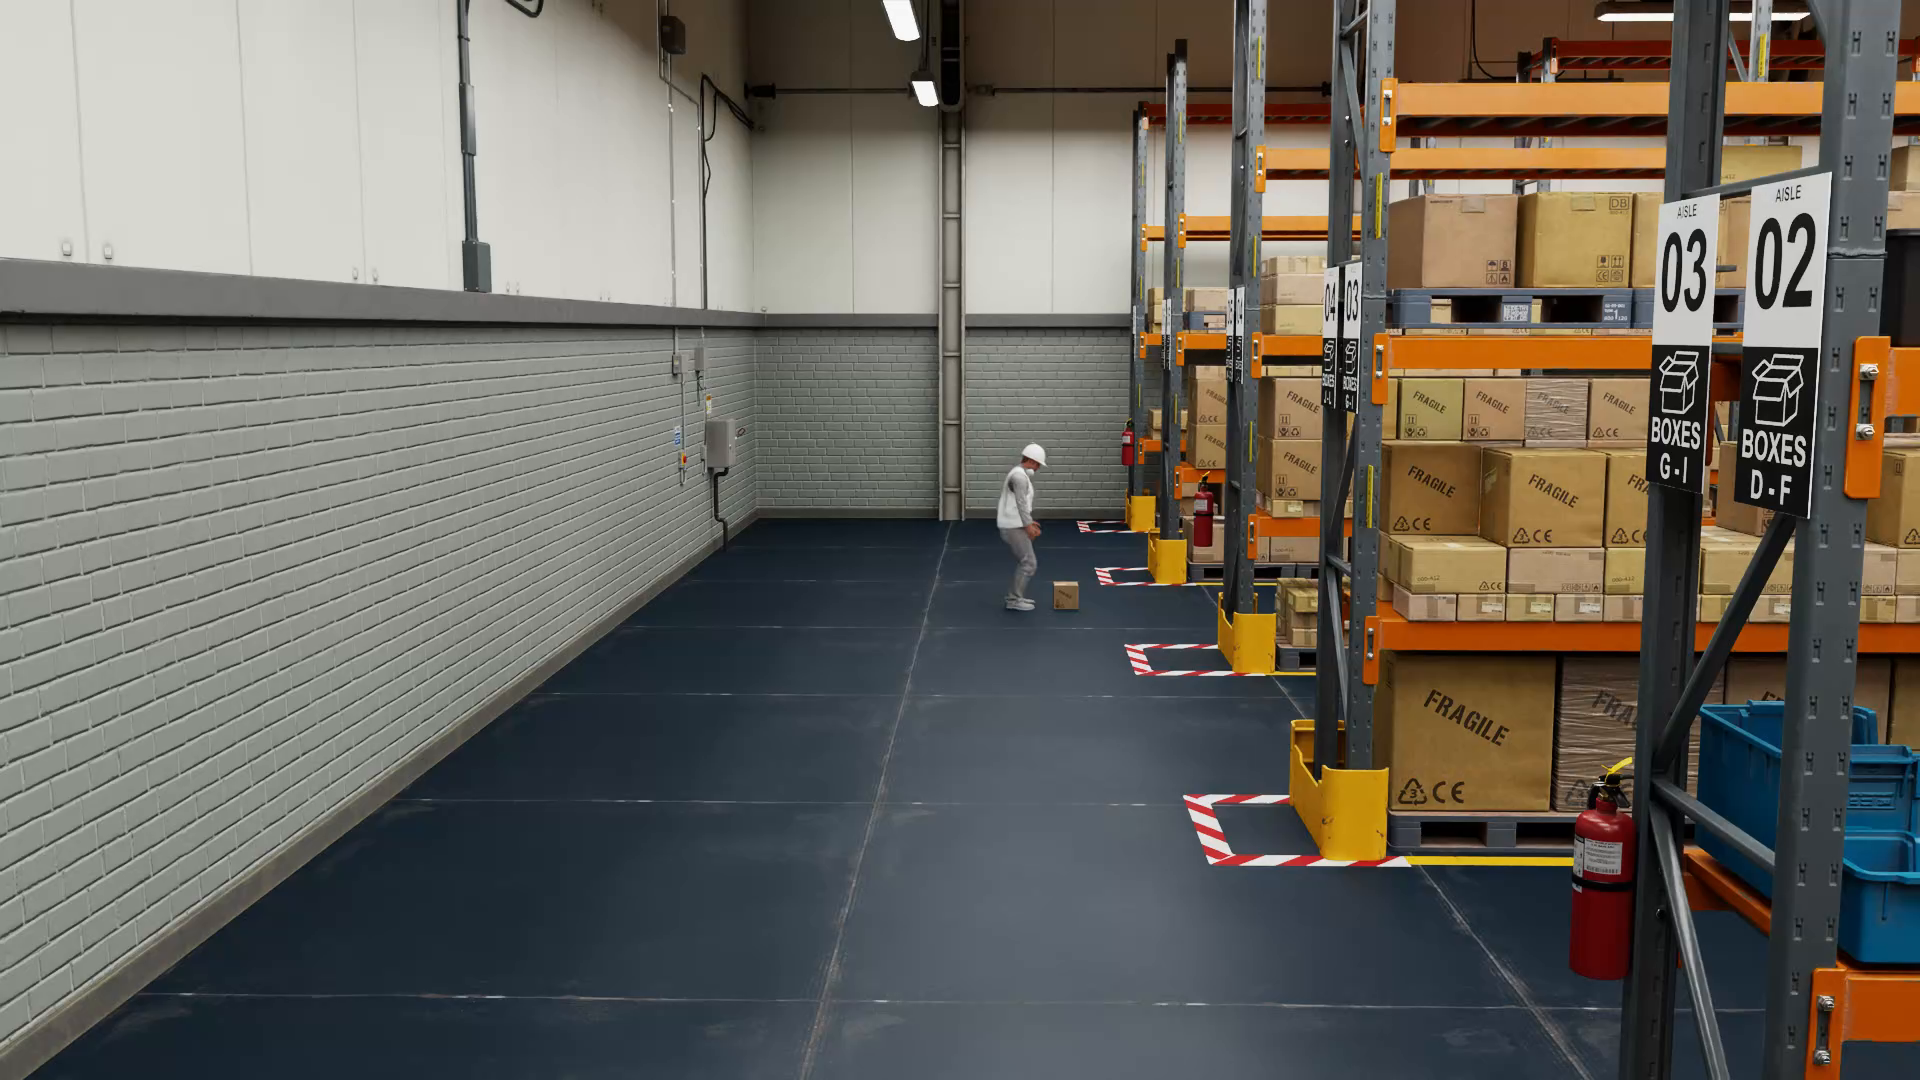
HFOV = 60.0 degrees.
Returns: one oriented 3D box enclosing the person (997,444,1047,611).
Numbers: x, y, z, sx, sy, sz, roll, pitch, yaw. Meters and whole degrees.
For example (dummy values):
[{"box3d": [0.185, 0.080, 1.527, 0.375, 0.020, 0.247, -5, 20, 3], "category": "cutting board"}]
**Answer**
[{"box3d": [0.635, -0.141, 17.143, 0.516, 1.695, 0.567, 0, 7, 3], "category": "person"}]
